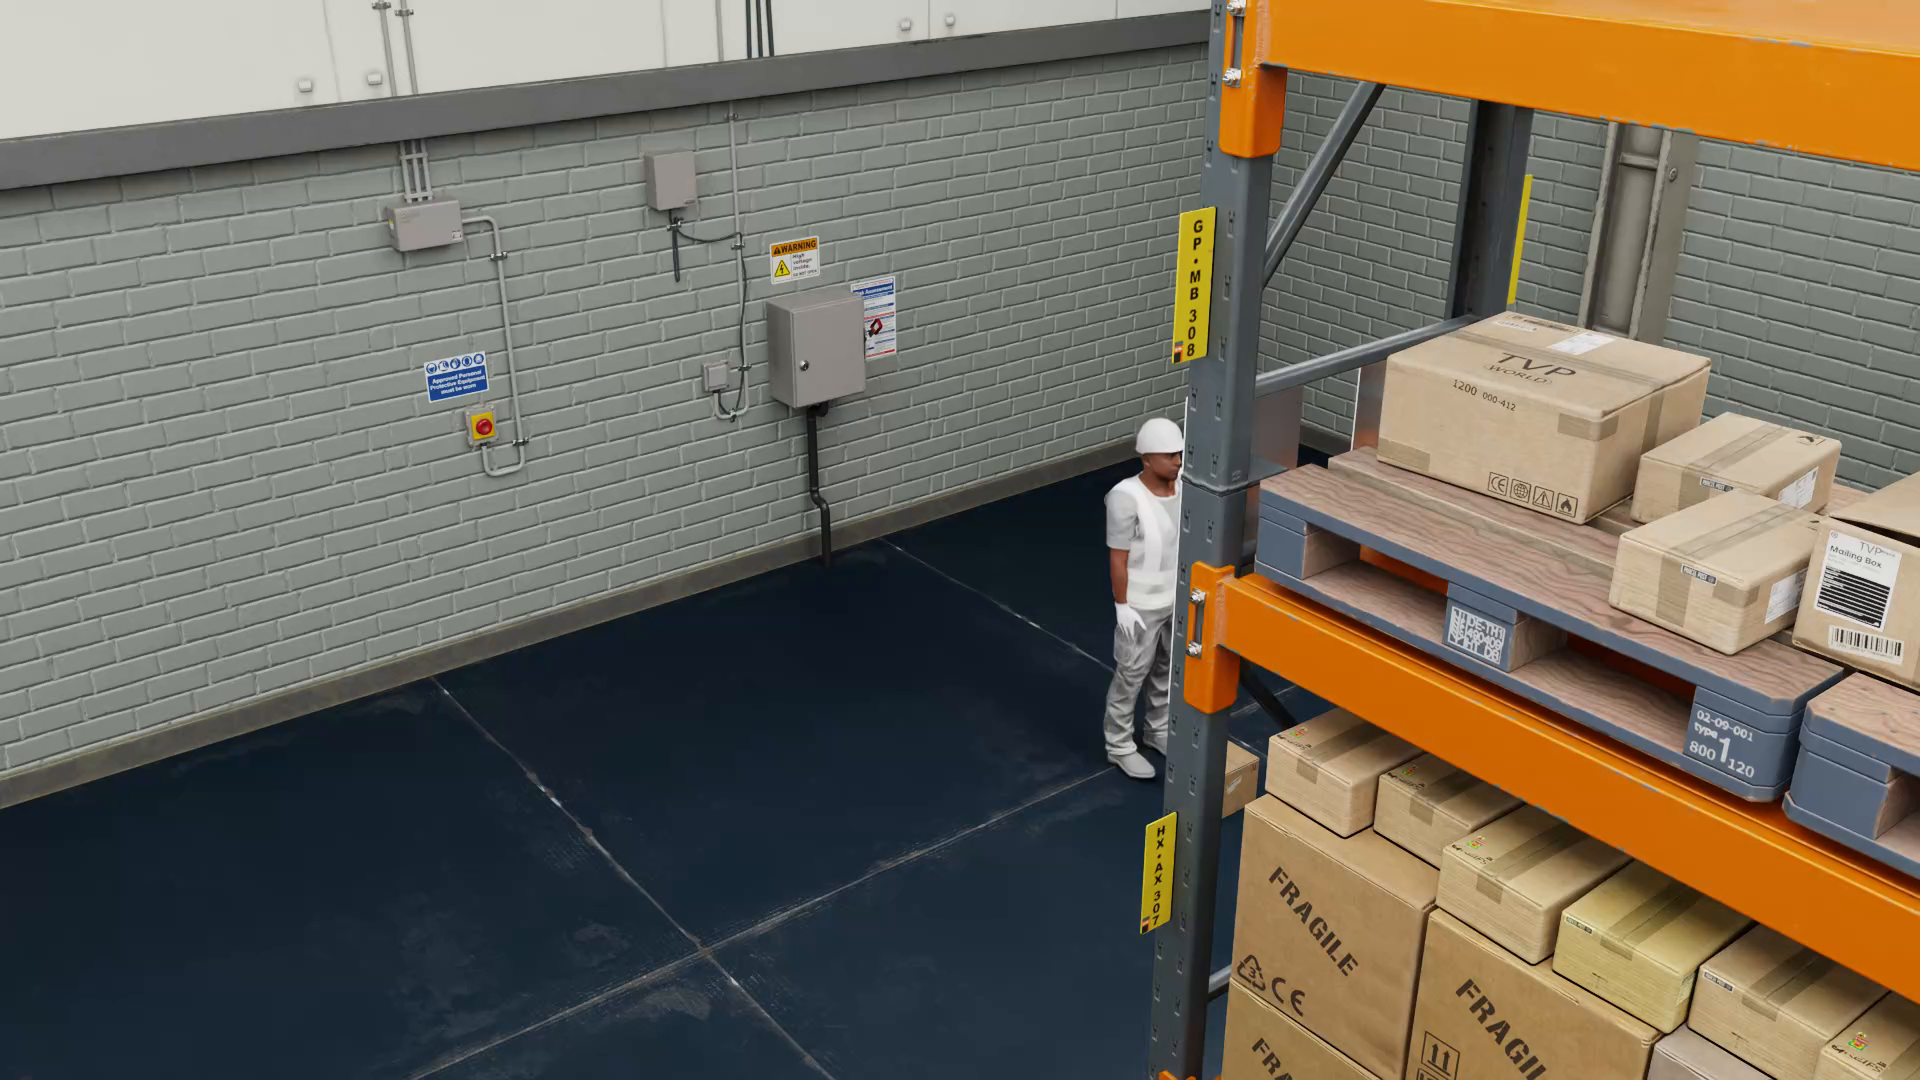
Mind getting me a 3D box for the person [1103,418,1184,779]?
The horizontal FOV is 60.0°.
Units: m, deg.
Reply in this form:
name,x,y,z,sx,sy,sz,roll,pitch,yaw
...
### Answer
name,x,y,z,sx,sy,sz,roll,pitch,yaw
person,0.944,0.272,7.970,0.547,1.787,0.369,-17,30,-33
